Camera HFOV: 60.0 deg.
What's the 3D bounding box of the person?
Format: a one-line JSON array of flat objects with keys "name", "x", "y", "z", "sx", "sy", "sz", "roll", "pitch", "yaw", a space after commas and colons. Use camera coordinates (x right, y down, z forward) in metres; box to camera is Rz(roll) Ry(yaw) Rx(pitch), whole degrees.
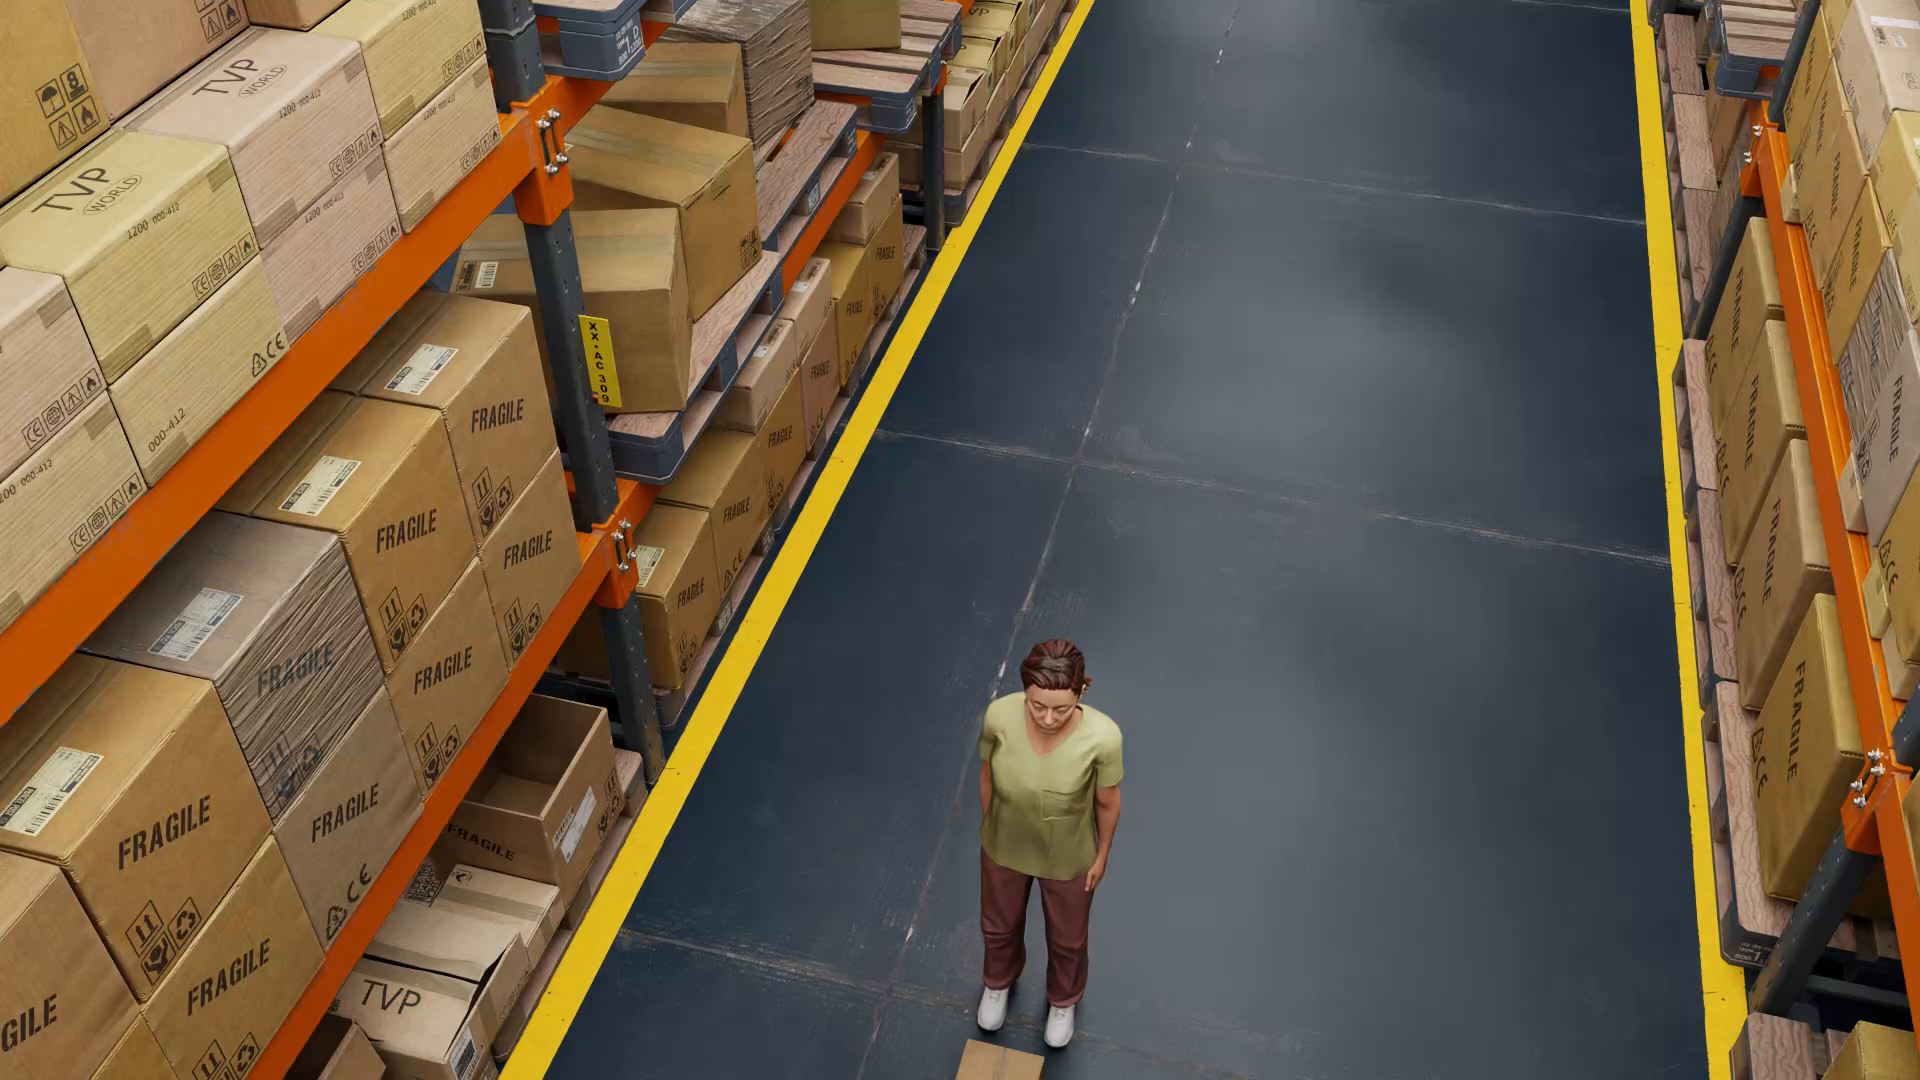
[{"name": "person", "x": 0.258, "y": 0.931, "z": 5.100, "sx": 0.441, "sy": 1.671, "sz": 0.361, "roll": 11, "pitch": 42, "yaw": 12}]
